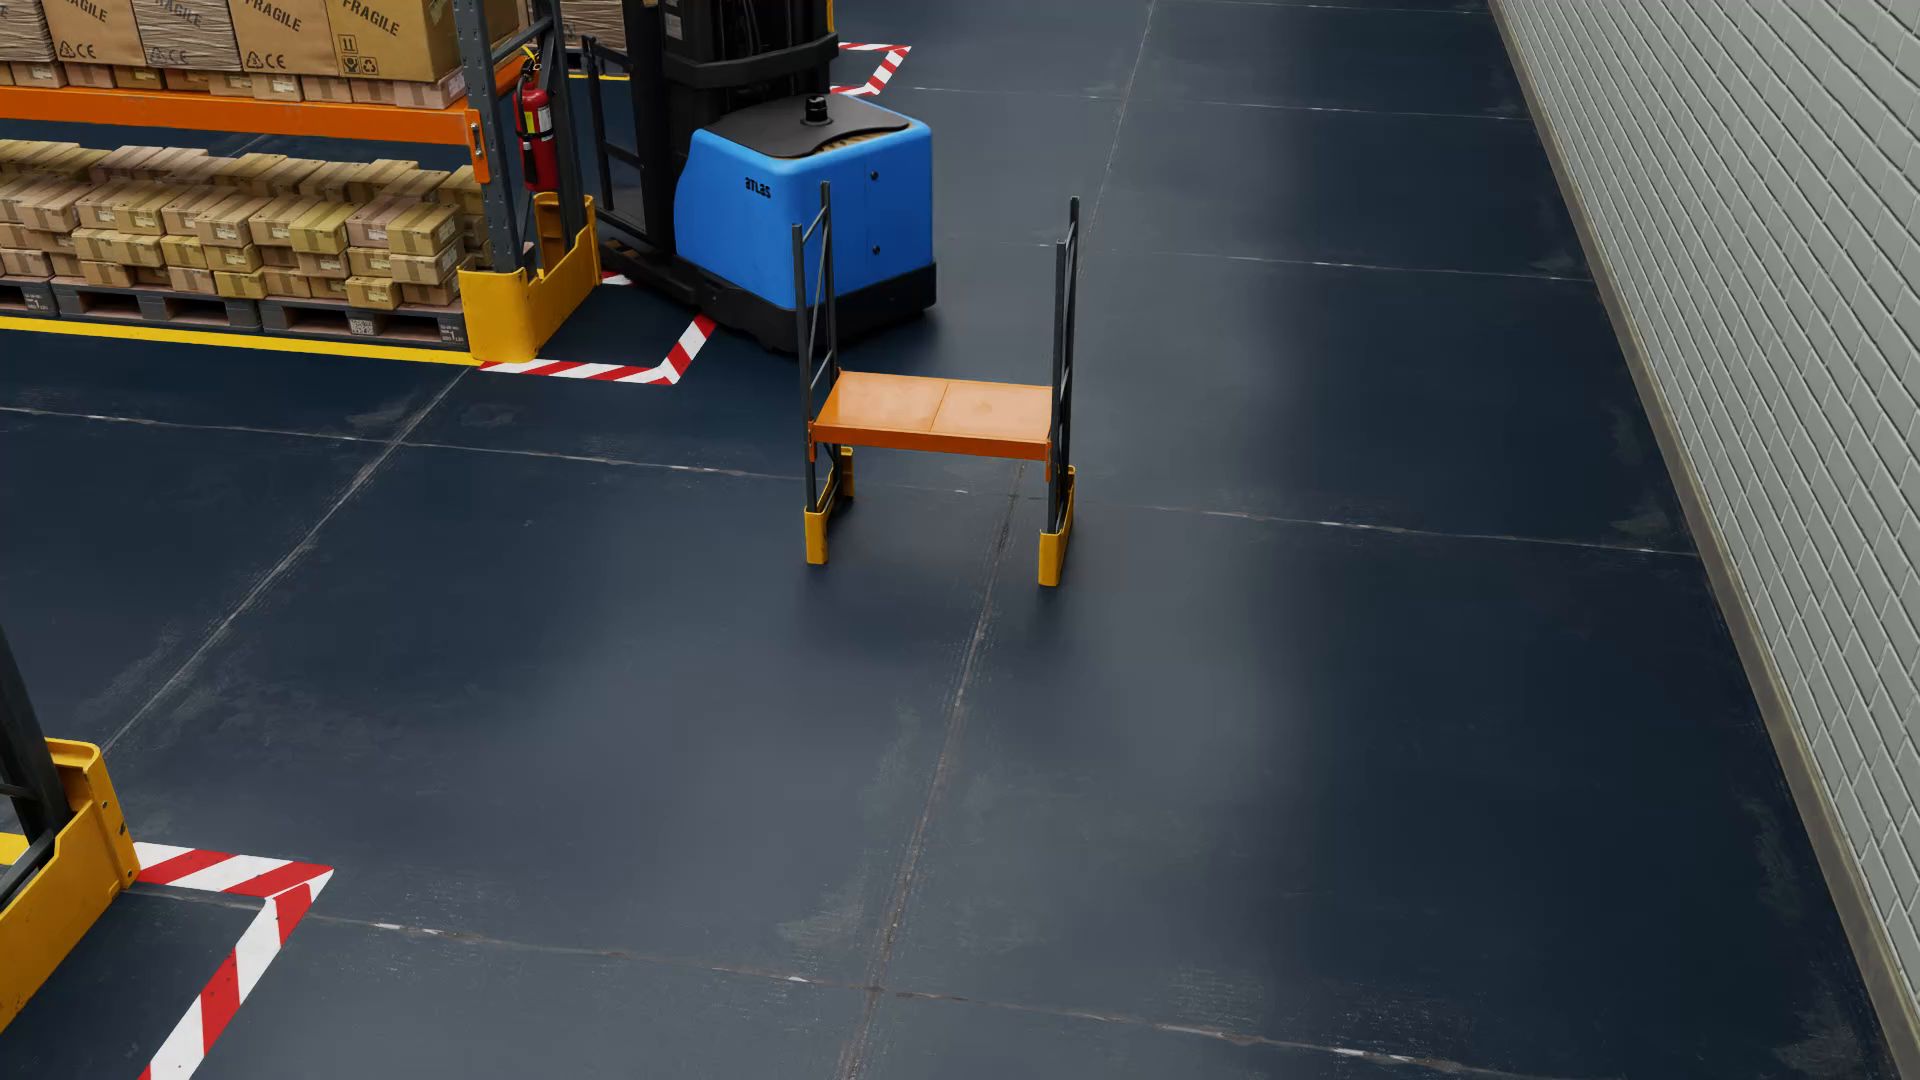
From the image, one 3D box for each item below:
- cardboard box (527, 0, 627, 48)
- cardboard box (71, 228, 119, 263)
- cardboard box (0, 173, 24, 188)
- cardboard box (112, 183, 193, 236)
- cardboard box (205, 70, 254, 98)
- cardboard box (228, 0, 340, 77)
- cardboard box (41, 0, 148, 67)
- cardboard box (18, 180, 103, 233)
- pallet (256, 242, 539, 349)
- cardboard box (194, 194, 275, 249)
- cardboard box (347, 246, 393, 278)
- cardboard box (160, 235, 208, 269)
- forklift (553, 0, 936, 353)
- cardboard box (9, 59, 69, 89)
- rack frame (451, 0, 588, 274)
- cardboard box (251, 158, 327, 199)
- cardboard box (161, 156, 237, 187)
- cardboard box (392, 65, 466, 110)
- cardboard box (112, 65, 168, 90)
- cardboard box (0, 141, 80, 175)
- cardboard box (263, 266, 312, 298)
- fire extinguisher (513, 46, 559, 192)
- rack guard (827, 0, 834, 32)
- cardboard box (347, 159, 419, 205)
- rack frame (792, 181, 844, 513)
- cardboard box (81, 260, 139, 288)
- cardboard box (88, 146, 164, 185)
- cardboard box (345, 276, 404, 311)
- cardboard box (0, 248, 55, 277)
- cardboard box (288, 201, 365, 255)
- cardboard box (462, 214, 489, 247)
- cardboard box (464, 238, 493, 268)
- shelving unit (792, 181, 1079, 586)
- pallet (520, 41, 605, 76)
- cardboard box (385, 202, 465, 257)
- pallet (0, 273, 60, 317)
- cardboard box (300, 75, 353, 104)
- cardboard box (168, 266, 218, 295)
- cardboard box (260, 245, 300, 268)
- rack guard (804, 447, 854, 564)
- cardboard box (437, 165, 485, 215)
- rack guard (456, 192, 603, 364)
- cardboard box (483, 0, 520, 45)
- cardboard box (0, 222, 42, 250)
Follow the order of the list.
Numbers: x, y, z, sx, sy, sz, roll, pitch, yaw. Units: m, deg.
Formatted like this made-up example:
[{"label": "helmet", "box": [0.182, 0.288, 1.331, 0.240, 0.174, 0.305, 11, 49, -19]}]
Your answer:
[{"label": "cardboard box", "box": [-2.863, -4.465, 13.163, 0.875, 0.875, 0.875, 5, 32, 8]}, {"label": "cardboard box", "box": [-4.614, -1.663, 9.090, 0.250, 0.149, 0.380, 5, 32, 8]}, {"label": "cardboard box", "box": [-5.375, -1.894, 9.179, 0.250, 0.149, 0.380, 5, 32, 8]}, {"label": "cardboard box", "box": [-4.358, -1.793, 9.018, 0.250, 0.149, 0.380, 5, 32, 8]}, {"label": "cardboard box", "box": [-3.624, -2.387, 8.473, 0.250, 0.149, 0.380, 4, 32, 6]}, {"label": "cardboard box", "box": [-3.249, -2.629, 8.248, 0.500, 0.500, 0.500, 5, 32, 7]}, {"label": "cardboard box", "box": [-4.240, -2.719, 8.392, 0.500, 0.500, 0.500, 7, 33, 11]}, {"label": "cardboard box", "box": [-4.877, -1.817, 9.056, 0.250, 0.149, 0.380, 6, 33, 9]}, {"label": "pallet", "box": [-3.126, -1.422, 9.323, 1.213, 0.211, 1.003, 5, 32, 8]}, {"label": "cardboard box", "box": [-3.854, -1.703, 8.874, 0.250, 0.149, 0.380, 6, 33, 10]}, {"label": "cardboard box", "box": [-3.073, -1.551, 8.912, 0.250, 0.149, 0.380, 4, 32, 7]}, {"label": "cardboard box", "box": [-4.099, -1.617, 9.018, 0.250, 0.149, 0.380, 7, 33, 11]}, {"label": "forklift", "box": [-1.487, -2.920, 9.152, 1.130, 2.935, 3.031, -25, 40, -34]}, {"label": "cardboard box", "box": [-4.668, -2.468, 8.603, 0.250, 0.149, 0.380, 7, 33, 10]}, {"label": "rack frame", "box": [-2.256, -2.506, 8.427, 0.127, 3.000, 1.000, 5, 32, 8]}, {"label": "cardboard box", "box": [-3.764, -2.012, 9.368, 0.250, 0.149, 0.380, 6, 33, 10]}, {"label": "cardboard box", "box": [-4.280, -2.032, 9.400, 0.250, 0.149, 0.380, 5, 32, 8]}, {"label": "cardboard box", "box": [-2.625, -2.281, 8.304, 0.250, 0.149, 0.380, 5, 32, 8]}, {"label": "cardboard box", "box": [-4.144, -2.457, 8.585, 0.250, 0.149, 0.380, 6, 32, 9]}, {"label": "cardboard box", "box": [-5.299, -2.169, 9.618, 0.250, 0.149, 0.380, 5, 32, 8]}, {"label": "cardboard box", "box": [-3.572, -1.468, 9.059, 0.250, 0.149, 0.380, 5, 32, 9]}, {"label": "fire extinguisher", "box": [-2.085, -2.052, 8.125, 0.183, 0.674, 0.296, 5, 32, 8]}, {"label": "rack guard", "box": [-1.298, -4.030, 13.217, 0.348, 0.500, 1.175, 5, 32, 8]}, {"label": "cardboard box", "box": [-3.234, -2.004, 9.354, 0.250, 0.149, 0.380, 5, 32, 8]}, {"label": "rack frame", "box": [-0.585, -0.689, 6.937, 0.032, 1.500, 0.500, 5, 32, 8]}, {"label": "cardboard box", "box": [-4.608, -1.538, 9.171, 0.250, 0.149, 0.380, 4, 32, 7]}, {"label": "cardboard box", "box": [-4.774, -2.129, 9.555, 0.250, 0.149, 0.380, 4, 32, 6]}, {"label": "cardboard box", "box": [-3.080, -1.384, 8.925, 0.250, 0.149, 0.380, 6, 33, 10]}, {"label": "cardboard box", "box": [-5.119, -1.617, 9.298, 0.250, 0.149, 0.380, 5, 32, 7]}, {"label": "cardboard box", "box": [-3.335, -1.652, 8.792, 0.250, 0.149, 0.380, 4, 32, 7]}, {"label": "cardboard box", "box": [-2.729, -1.783, 9.282, 0.250, 0.149, 0.380, 6, 33, 10]}, {"label": "cardboard box", "box": [-2.719, -1.690, 9.414, 0.250, 0.149, 0.380, 6, 33, 9]}, {"label": "shelving unit", "box": [-0.075, -0.643, 6.863, 1.083, 1.500, 0.587, 5, 32, 8]}, {"label": "pallet", "box": [-3.322, -4.050, 13.521, 1.213, 0.211, 1.003, 5, 32, 8]}, {"label": "cardboard box", "box": [-2.820, -1.643, 8.778, 0.250, 0.149, 0.380, 6, 32, 9]}, {"label": "pallet", "box": [-5.531, -1.640, 9.671, 1.213, 0.211, 1.003, 5, 32, 8]}, {"label": "cardboard box", "box": [-3.113, -2.337, 8.394, 0.250, 0.149, 0.380, 5, 32, 8]}, {"label": "cardboard box", "box": [-4.100, -1.493, 9.099, 0.250, 0.149, 0.380, 6, 33, 9]}, {"label": "cardboard box", "box": [-3.584, -1.623, 9.027, 0.250, 0.149, 0.380, 5, 32, 8]}, {"label": "rack guard", "box": [-0.566, -0.157, 7.266, 0.087, 0.250, 0.587, 5, 32, 8]}, {"label": "cardboard box", "box": [-2.715, -1.953, 9.273, 0.250, 0.149, 0.380, 4, 32, 6]}, {"label": "rack guard", "box": [-2.331, -1.454, 9.101, 0.348, 0.500, 1.175, 5, 32, 8]}, {"label": "cardboard box", "box": [-2.652, -2.859, 8.616, 0.500, 0.500, 0.500, 7, 33, 11]}, {"label": "cardboard box", "box": [-5.119, -1.755, 9.238, 0.250, 0.149, 0.380, 4, 32, 6]}]
